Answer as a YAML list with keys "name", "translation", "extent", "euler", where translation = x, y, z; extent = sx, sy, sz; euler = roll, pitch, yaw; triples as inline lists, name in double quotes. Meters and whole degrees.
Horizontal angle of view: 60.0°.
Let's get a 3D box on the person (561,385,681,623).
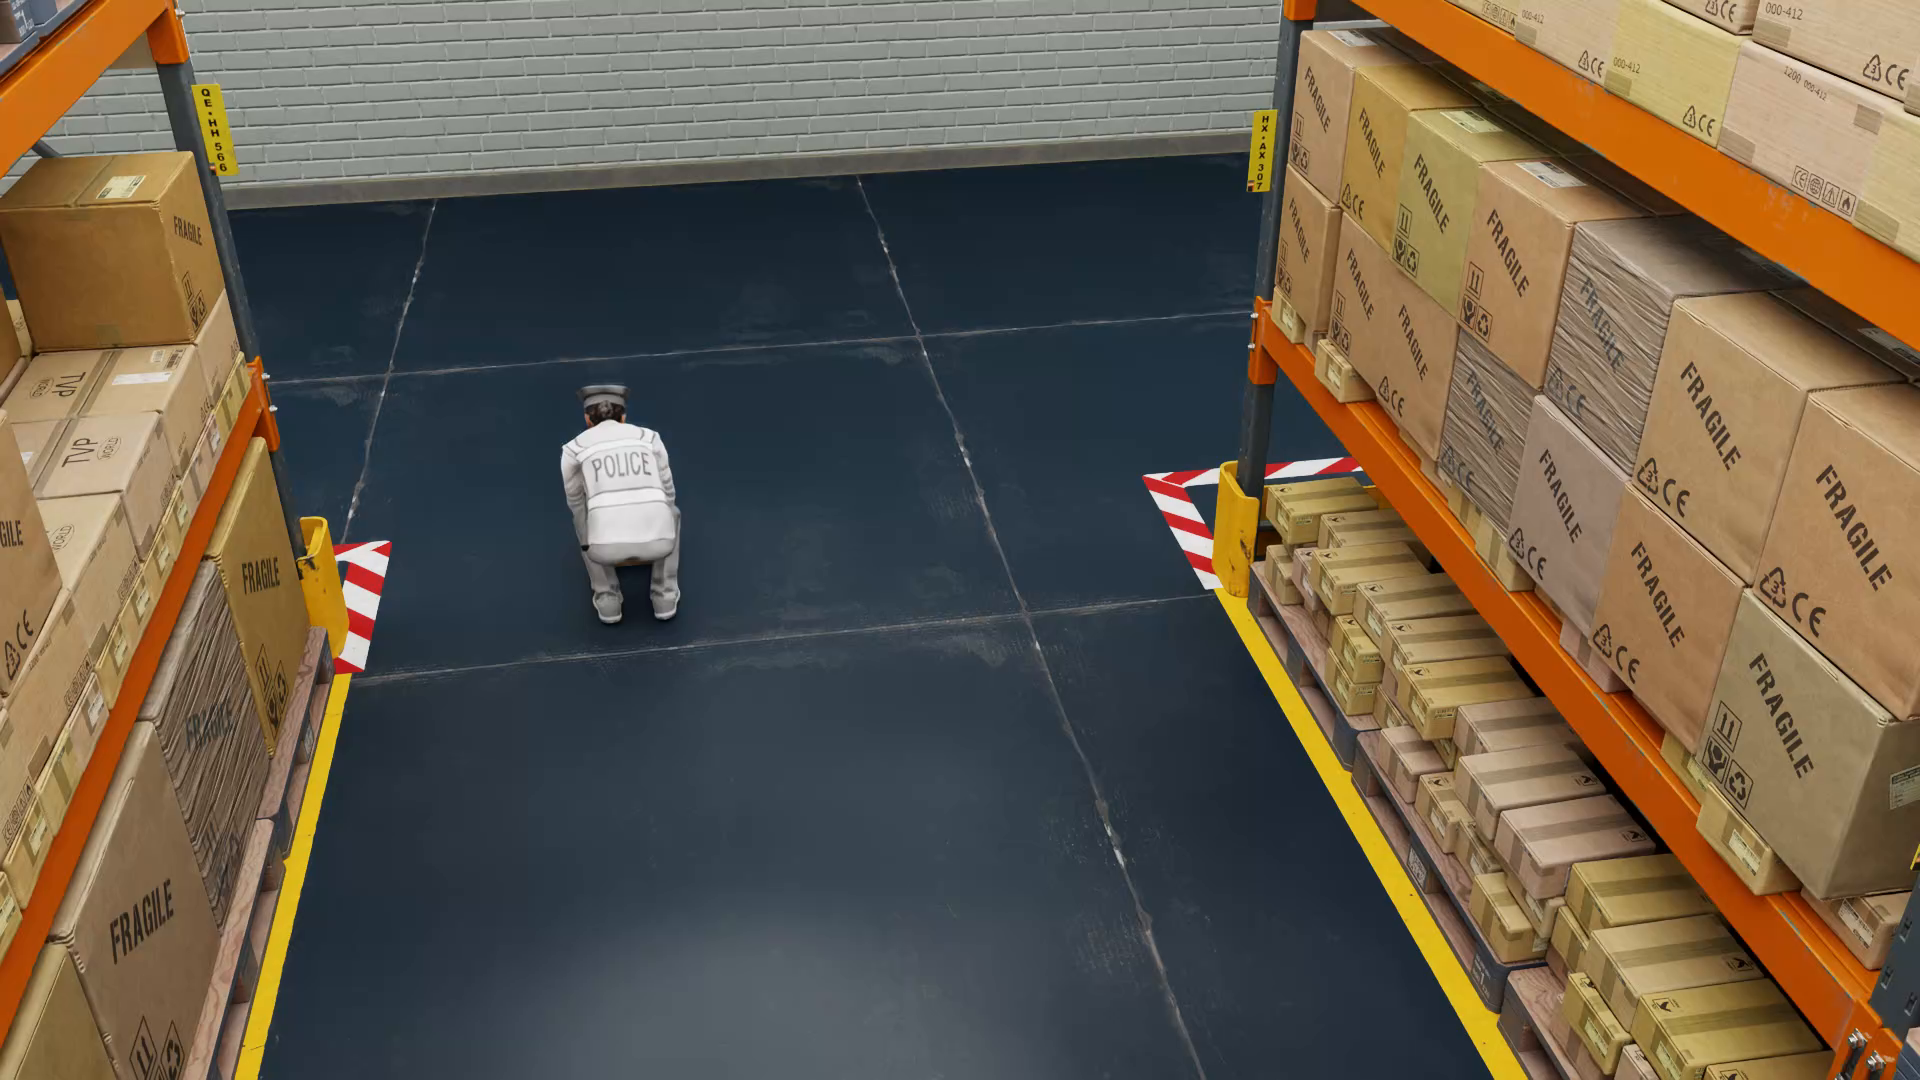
- name: "person"
  translation: [-1.451, -0.159, 7.153]
  extent: [0.485, 0.899, 0.856]
  euler: [-5, 31, -9]
